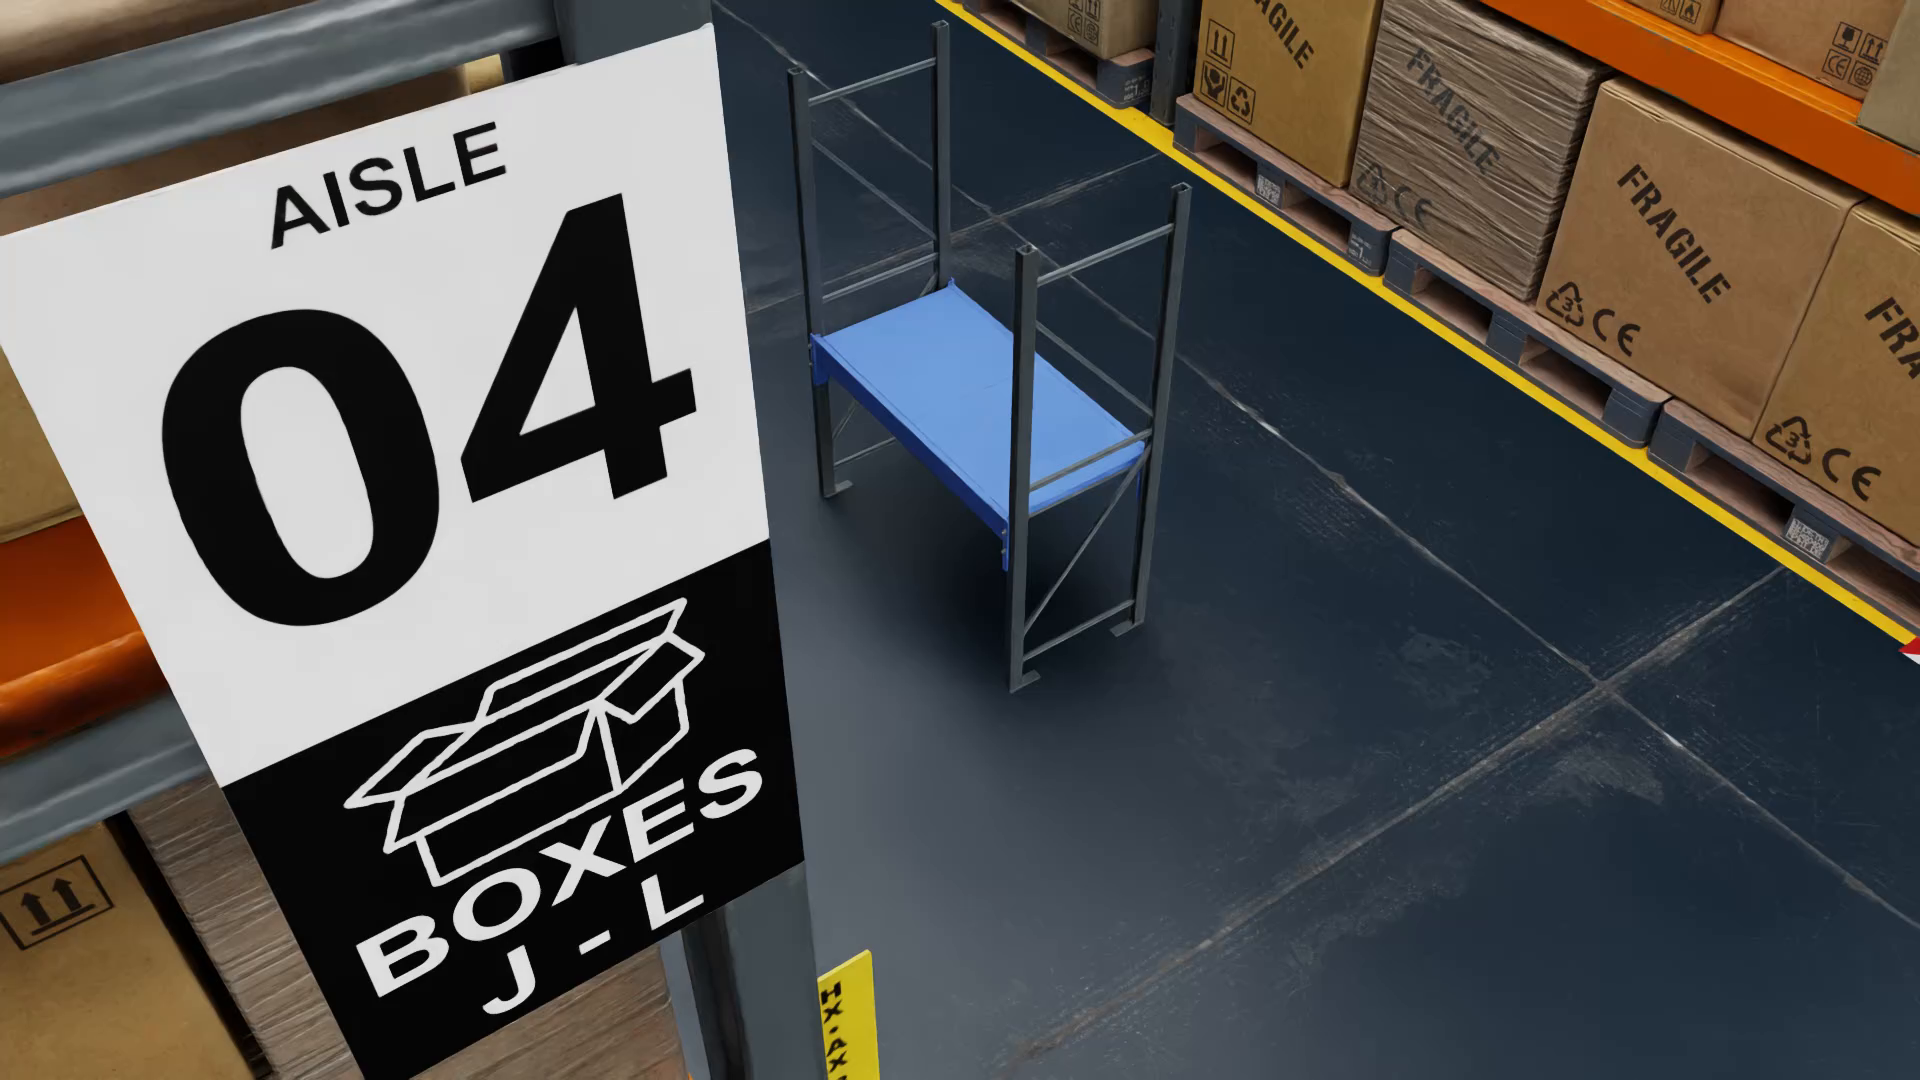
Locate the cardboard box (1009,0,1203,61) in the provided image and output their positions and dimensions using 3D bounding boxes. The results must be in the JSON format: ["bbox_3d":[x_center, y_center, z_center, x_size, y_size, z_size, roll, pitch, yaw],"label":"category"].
[{"bbox_3d":[0.828,-2.723,7.255,1.050,0.750,0.750,-26,49,-25],"label":"cardboard box"}]

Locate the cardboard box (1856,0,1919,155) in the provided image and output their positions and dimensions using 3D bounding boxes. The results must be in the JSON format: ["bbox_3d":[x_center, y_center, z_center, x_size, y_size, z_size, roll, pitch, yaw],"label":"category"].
[{"bbox_3d":[2.963,-1.353,4.386,0.875,0.550,0.550,-26,49,-24],"label":"cardboard box"}]

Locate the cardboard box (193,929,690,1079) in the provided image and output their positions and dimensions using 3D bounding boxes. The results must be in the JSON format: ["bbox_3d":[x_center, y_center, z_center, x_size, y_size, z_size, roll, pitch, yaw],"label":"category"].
[{"bbox_3d":[-0.873,0.633,2.127,0.875,0.500,0.500,-26,49,-24],"label":"cardboard box"}]

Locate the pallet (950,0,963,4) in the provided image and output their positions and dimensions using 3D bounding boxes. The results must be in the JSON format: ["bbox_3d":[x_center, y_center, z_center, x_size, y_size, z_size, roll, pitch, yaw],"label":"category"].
[{"bbox_3d":[0.051,-3.159,8.406,1.003,0.211,1.213,-26,49,-24],"label":"pallet"}]

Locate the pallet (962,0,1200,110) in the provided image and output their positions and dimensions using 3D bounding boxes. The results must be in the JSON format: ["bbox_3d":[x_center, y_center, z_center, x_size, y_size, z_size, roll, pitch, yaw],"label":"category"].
[{"bbox_3d":[0.753,-2.467,7.682,1.003,0.211,1.213,-26,49,-24],"label":"pallet"}]

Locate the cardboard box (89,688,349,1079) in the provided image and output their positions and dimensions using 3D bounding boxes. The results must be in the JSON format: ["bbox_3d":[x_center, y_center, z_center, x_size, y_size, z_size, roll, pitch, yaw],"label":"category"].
[{"bbox_3d":[-0.672,0.174,1.883,0.500,0.500,0.500,-26,49,-24],"label":"cardboard box"}]

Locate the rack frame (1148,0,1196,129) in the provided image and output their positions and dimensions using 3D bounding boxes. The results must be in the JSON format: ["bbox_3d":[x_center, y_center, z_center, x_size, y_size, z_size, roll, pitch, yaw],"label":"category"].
[{"bbox_3d":[1.256,-3.069,6.292,1.000,3.000,0.127,-26,49,-24],"label":"rack frame"}]

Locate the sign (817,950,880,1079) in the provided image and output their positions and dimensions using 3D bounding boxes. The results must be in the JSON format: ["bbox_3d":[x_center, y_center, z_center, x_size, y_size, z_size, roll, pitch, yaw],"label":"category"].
[{"bbox_3d":[-0.136,0.571,1.852,0.100,0.325,0.005,-26,49,-24],"label":"sign"}]

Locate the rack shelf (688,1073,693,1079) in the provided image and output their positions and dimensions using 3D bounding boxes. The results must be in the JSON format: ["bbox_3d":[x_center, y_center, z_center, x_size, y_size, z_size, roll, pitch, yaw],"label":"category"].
[{"bbox_3d":[-1.725,0.226,3.362,1.077,0.370,4.000,-26,49,-24],"label":"rack shelf"}]

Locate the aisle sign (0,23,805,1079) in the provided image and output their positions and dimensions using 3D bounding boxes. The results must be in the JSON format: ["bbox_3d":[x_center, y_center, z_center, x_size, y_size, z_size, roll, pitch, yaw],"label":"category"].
[{"bbox_3d":[-0.300,0.075,1.116,0.394,0.787,0.004,-26,49,-24],"label":"aisle sign"}]

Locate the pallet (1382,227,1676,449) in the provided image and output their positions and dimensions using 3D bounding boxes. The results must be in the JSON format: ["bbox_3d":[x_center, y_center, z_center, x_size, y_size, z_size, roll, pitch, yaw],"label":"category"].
[{"bbox_3d":[2.329,-0.907,6.047,1.003,0.211,1.213,-26,49,-24],"label":"pallet"}]

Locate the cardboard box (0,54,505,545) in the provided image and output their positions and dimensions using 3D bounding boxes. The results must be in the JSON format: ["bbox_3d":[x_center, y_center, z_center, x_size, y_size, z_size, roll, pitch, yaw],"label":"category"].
[{"bbox_3d":[-0.645,-0.307,1.335,0.500,0.250,0.500,-24,49,-23],"label":"cardboard box"}]

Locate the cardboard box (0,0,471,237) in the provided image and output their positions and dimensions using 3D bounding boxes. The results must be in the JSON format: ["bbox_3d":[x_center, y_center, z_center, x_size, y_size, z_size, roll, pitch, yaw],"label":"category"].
[{"bbox_3d":[-0.549,-0.323,1.064,0.380,0.149,0.250,-26,49,-25],"label":"cardboard box"}]

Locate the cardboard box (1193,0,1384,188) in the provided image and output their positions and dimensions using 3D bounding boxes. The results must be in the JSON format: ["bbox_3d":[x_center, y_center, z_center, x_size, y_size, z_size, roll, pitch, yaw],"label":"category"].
[{"bbox_3d":[1.559,-2.068,6.479,0.875,0.875,0.875,-25,49,-24],"label":"cardboard box"}]

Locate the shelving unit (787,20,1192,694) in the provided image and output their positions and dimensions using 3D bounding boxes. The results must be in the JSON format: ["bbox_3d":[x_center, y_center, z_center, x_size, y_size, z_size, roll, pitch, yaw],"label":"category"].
[{"bbox_3d":[0.049,-0.494,4.682,0.538,1.500,1.048,-26,49,-24],"label":"shelving unit"}]

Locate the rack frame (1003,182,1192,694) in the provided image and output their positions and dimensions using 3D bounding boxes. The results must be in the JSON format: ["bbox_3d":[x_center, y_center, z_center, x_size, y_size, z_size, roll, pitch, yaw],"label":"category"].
[{"bbox_3d":[0.340,-0.206,4.380,0.500,1.500,0.032,-26,49,-24],"label":"rack frame"}]

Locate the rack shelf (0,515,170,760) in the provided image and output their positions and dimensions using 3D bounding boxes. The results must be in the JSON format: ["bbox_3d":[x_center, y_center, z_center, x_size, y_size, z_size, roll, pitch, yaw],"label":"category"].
[{"bbox_3d":[-1.725,-0.859,2.326,1.077,0.370,4.000,-26,49,-24],"label":"rack shelf"}]

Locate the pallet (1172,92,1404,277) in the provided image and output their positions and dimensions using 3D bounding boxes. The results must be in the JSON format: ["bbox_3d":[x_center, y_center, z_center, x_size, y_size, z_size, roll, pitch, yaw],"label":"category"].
[{"bbox_3d":[1.627,-1.598,6.772,1.003,0.211,1.213,-26,49,-24],"label":"pallet"}]

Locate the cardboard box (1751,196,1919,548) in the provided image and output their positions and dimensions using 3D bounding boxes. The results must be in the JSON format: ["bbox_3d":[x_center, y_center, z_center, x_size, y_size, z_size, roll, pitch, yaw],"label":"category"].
[{"bbox_3d":[3.103,-0.545,4.883,0.875,0.875,0.875,-25,49,-24],"label":"cardboard box"}]

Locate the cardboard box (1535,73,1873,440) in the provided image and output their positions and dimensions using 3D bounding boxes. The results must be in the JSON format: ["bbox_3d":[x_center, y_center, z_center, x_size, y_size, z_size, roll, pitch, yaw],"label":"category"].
[{"bbox_3d":[2.598,-1.042,5.404,0.875,0.875,0.875,-26,50,-25],"label":"cardboard box"}]

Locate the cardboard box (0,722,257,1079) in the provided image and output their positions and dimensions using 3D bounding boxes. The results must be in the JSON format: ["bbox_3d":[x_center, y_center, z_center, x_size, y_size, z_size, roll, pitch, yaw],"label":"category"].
[{"bbox_3d":[-1.099,0.380,1.668,0.500,0.500,0.500,-26,49,-24],"label":"cardboard box"}]

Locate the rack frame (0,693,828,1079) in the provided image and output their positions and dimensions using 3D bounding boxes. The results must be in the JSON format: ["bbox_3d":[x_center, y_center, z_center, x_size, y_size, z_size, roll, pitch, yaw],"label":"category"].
[{"bbox_3d":[-0.581,1.099,1.927,1.000,3.000,0.127,-26,49,-24],"label":"rack frame"}]

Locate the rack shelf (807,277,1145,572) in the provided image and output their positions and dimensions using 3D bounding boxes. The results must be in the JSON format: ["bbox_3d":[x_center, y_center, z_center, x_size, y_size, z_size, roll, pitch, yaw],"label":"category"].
[{"bbox_3d":[0.049,-0.364,4.806,0.538,0.185,1.000,-26,49,-24],"label":"rack shelf"}]

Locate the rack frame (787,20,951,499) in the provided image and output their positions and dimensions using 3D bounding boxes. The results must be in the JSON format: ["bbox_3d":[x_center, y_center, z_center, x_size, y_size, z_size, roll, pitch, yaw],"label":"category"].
[{"bbox_3d":[-0.242,-0.782,4.983,0.500,1.500,0.032,-26,49,-24],"label":"rack frame"}]

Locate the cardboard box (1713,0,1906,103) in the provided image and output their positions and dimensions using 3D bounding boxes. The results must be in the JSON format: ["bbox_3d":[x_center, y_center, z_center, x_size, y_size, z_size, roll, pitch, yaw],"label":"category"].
[{"bbox_3d":[2.745,-1.719,4.770,0.875,0.550,0.550,-26,49,-24],"label":"cardboard box"}]

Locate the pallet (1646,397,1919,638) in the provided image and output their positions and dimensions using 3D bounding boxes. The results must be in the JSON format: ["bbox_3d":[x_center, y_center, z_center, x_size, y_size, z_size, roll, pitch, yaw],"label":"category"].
[{"bbox_3d":[3.023,-0.217,5.324,1.003,0.211,1.213,-26,49,-24],"label":"pallet"}]

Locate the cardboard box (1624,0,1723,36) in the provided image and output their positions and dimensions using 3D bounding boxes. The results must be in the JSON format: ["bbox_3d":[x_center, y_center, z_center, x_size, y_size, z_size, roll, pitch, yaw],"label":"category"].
[{"bbox_3d":[2.408,-2.003,5.067,0.875,0.550,0.500,-26,49,-24],"label":"cardboard box"}]

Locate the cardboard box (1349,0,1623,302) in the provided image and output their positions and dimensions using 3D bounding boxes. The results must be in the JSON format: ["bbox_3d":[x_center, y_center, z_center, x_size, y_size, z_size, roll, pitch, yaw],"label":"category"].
[{"bbox_3d":[2.078,-1.559,5.946,0.875,0.875,0.875,-25,49,-24],"label":"cardboard box"}]
